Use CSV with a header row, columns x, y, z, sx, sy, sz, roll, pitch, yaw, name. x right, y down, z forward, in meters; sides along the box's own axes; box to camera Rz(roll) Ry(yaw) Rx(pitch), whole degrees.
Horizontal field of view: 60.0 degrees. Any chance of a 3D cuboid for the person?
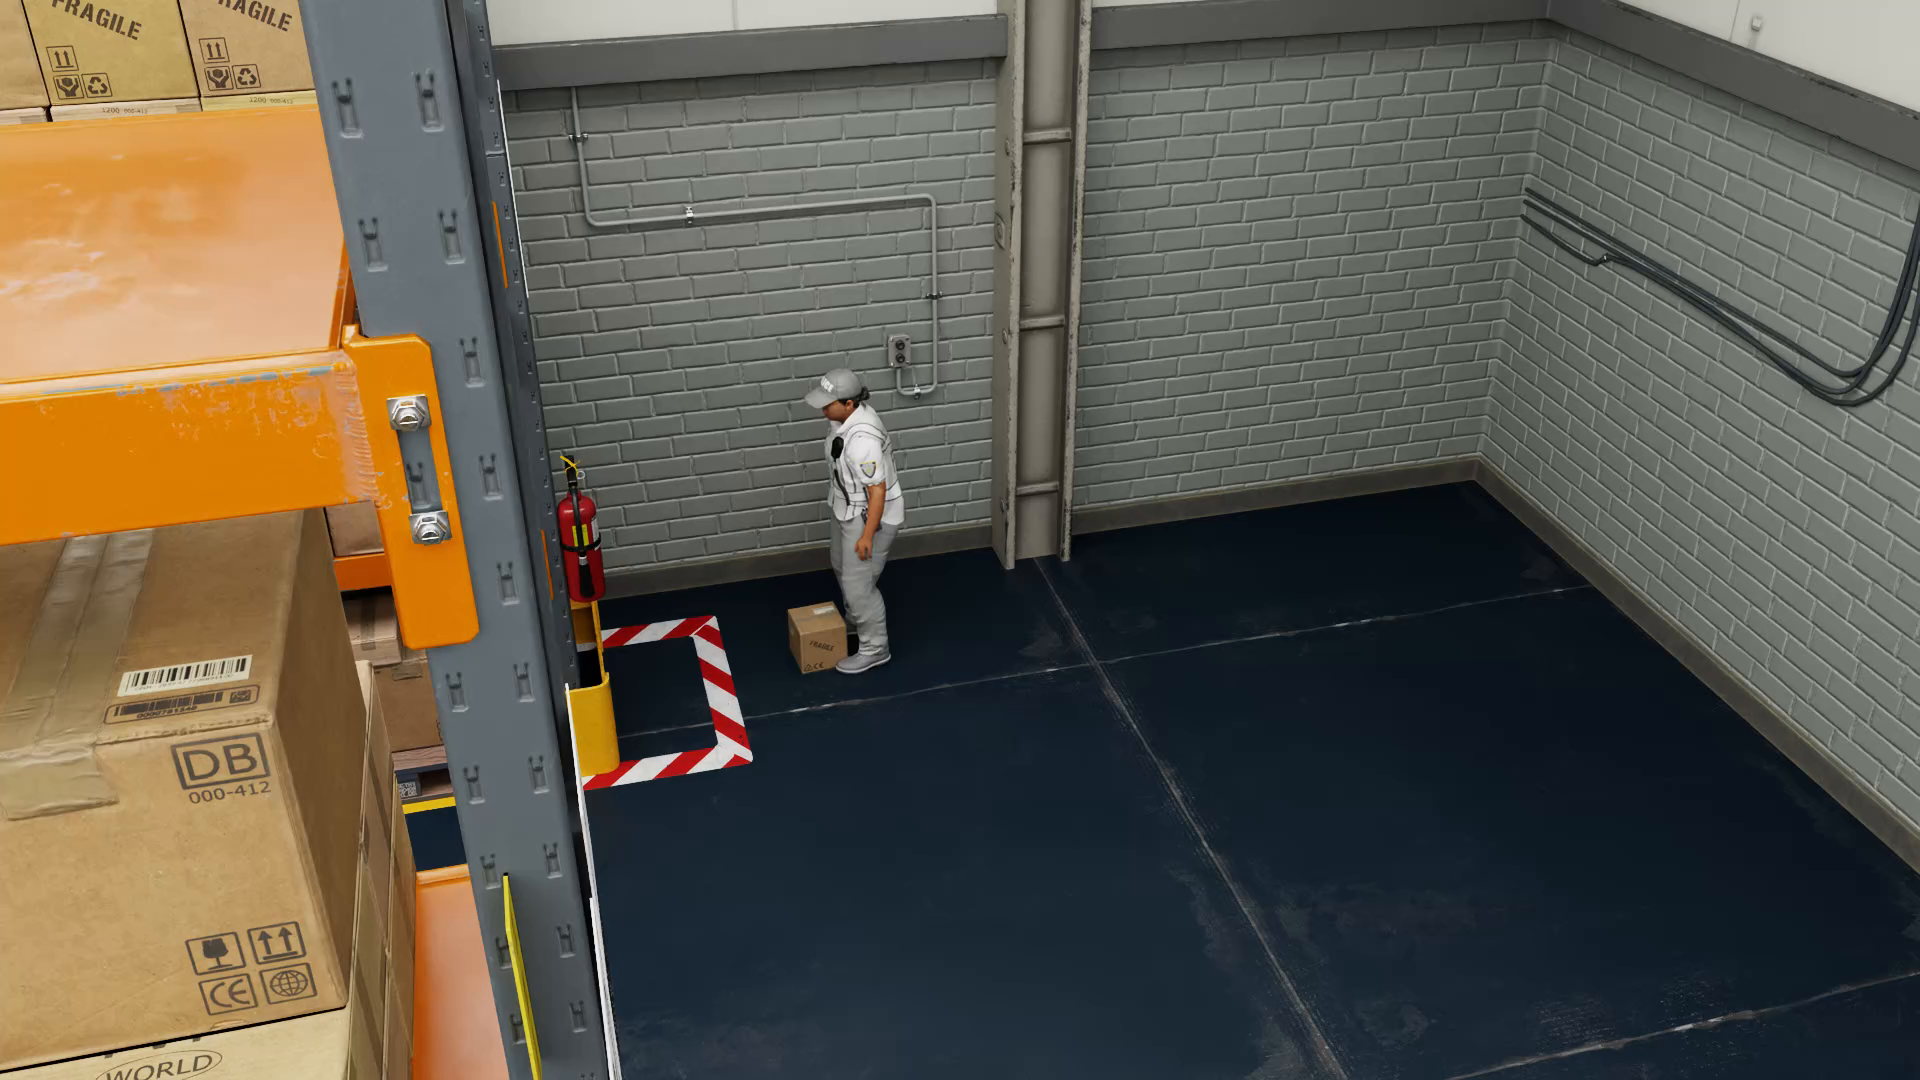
x,y,z,sx,sy,sz,roll,pitch,yaw,name
-0.537,-0.125,8.439,0.466,1.666,0.564,-10,32,-16,person
